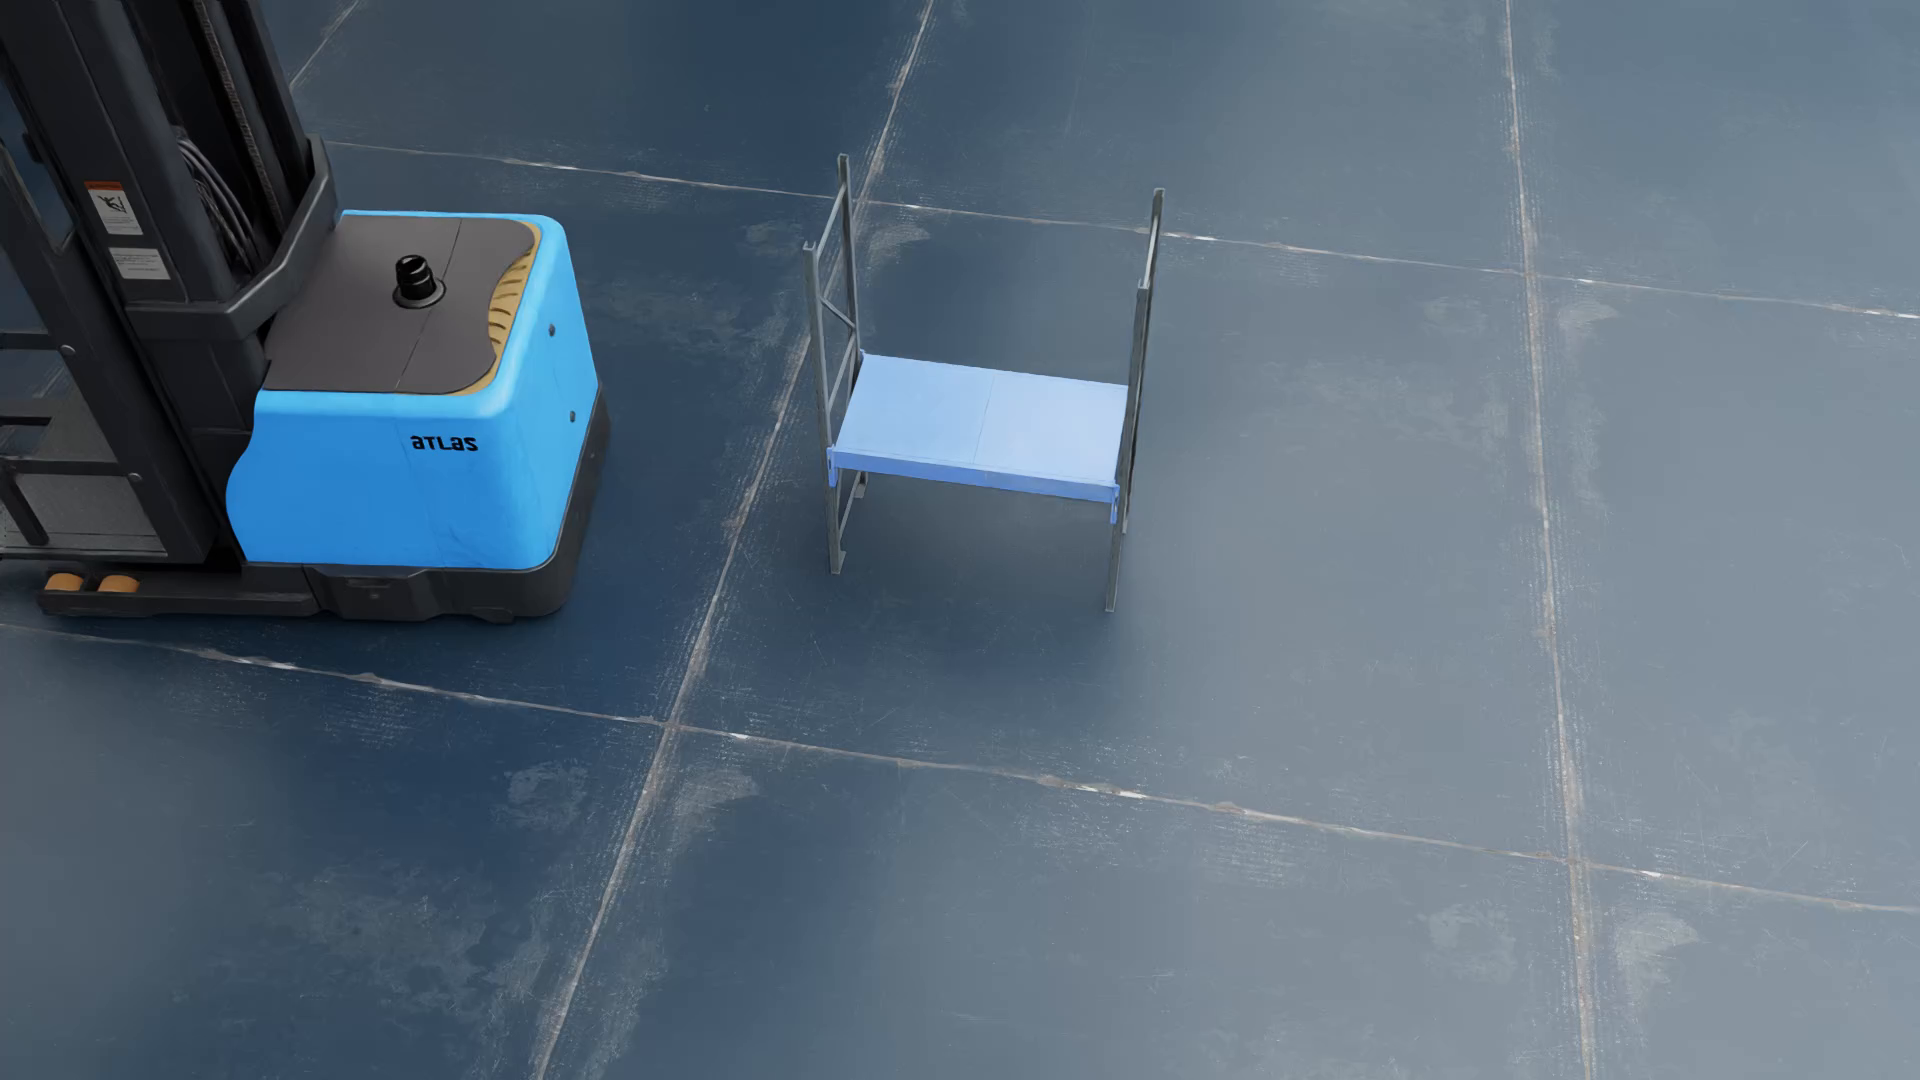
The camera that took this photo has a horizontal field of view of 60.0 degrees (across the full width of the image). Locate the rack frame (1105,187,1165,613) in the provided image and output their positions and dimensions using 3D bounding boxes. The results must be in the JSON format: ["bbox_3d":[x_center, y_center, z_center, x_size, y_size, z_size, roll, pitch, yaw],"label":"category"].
[{"bbox_3d":[0.584,-0.423,5.622,0.032,1.500,0.500,8,49,7],"label":"rack frame"}]

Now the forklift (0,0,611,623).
[{"bbox_3d":[-2.902,-1.091,5.260,3.031,2.935,1.130,2,48,2],"label":"forklift"}]

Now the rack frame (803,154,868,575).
[{"bbox_3d":[-0.416,-0.557,5.742,0.032,1.500,0.500,8,49,7],"label":"rack frame"}]

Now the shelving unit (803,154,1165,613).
[{"bbox_3d":[0.084,-0.490,5.682,1.048,1.500,0.538,8,49,7],"label":"shelving unit"}]

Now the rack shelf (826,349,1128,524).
[{"bbox_3d":[0.084,-0.370,5.816,1.000,0.185,0.538,8,49,7],"label":"rack shelf"}]
